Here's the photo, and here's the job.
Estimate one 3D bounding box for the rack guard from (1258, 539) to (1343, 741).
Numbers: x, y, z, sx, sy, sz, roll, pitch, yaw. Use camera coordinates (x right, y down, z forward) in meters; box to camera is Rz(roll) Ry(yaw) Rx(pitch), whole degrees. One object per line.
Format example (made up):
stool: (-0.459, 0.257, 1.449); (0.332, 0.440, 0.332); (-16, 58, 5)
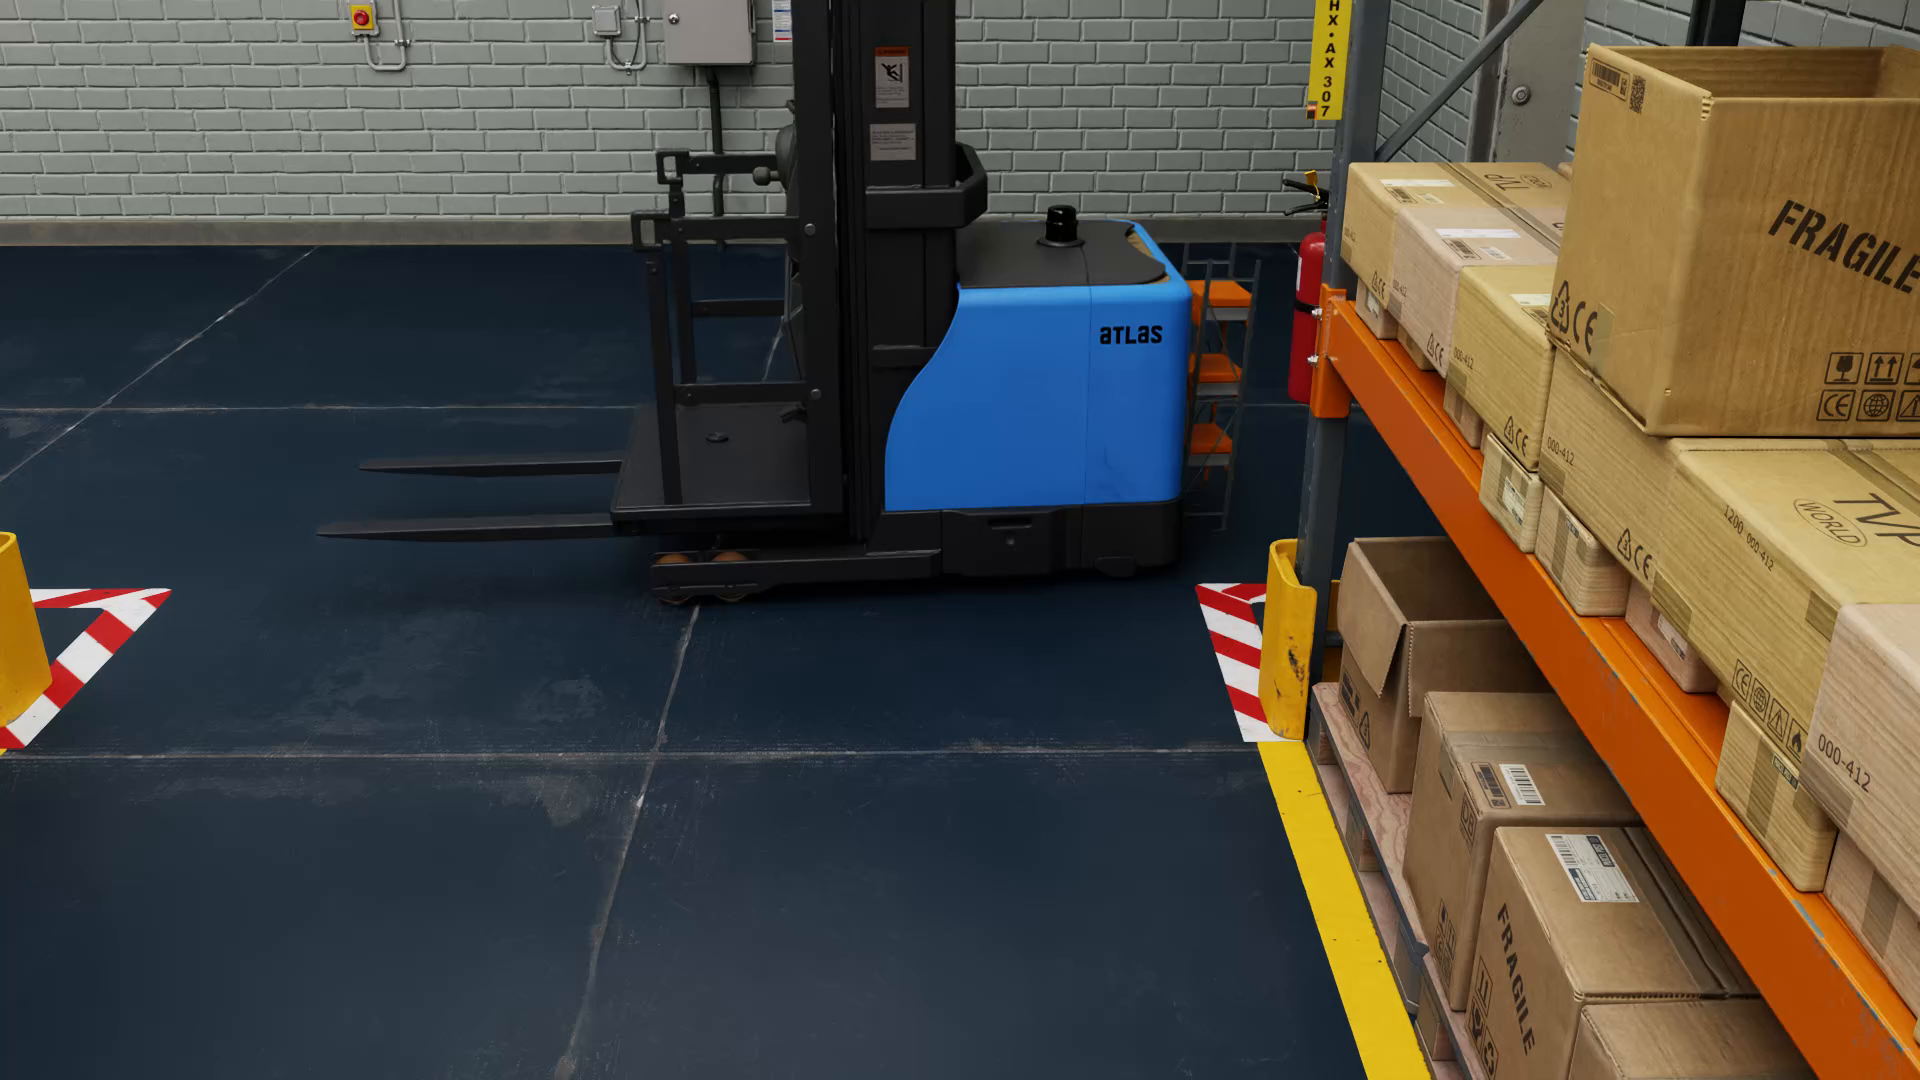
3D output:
rack guard: (1.516, 0.293, 4.995); (1.175, 0.500, 0.348); (0, 24, -1)

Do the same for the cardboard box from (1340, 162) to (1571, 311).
cardboard box: (1.251, -0.756, 4.102); (0.500, 0.250, 0.500); (0, 24, 0)

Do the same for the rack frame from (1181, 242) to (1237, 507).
rack frame: (0.890, -0.611, 6.312); (0.200, 1.050, 0.008); (-2, 24, -13)

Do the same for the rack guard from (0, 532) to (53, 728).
rack guard: (-3.448, 0.276, 5.033); (1.175, 0.500, 0.348); (0, 24, -1)

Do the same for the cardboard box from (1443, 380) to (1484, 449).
cardboard box: (1.273, -0.309, 3.597); (0.380, 0.149, 0.250); (0, 24, 1)

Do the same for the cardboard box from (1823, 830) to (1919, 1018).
cardboard box: (1.276, 0.433, 1.957); (0.380, 0.149, 0.250); (0, 24, 1)

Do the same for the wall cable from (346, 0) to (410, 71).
wall cable: (-3.533, -3.654, 9.417); (0.585, 1.953, 0.123); (0, 24, -1)

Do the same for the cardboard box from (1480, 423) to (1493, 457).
cardboard box: (1.281, -0.199, 3.355); (0.380, 0.149, 0.250); (0, 24, 0)

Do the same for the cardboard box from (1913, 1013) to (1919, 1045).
cardboard box: (1.251, 0.541, 1.718); (0.380, 0.149, 0.250); (0, 24, 1)

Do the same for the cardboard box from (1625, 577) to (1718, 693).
cardboard box: (1.304, 0.120, 2.650); (0.380, 0.149, 0.250); (0, 24, -1)

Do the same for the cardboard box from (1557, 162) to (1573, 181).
cardboard box: (1.786, -0.756, 4.102); (0.500, 0.250, 0.500); (0, 24, 1)

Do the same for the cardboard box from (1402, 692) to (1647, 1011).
cardboard box: (1.398, 0.676, 3.640); (0.700, 0.500, 0.500); (1, 24, 2)

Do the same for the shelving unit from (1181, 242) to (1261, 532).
shelving unit: (0.916, -0.562, 6.204); (0.215, 1.050, 0.252); (-2, 24, -13)

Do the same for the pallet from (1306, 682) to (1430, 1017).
pallet: (1.526, 0.754, 4.328); (1.003, 0.211, 1.213); (0, 24, -1)

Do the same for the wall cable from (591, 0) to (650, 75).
wall cable: (-2.115, -3.650, 9.448); (0.588, 1.984, 0.122); (0, 24, -1)

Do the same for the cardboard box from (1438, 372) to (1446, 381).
cardboard box: (1.331, -0.413, 3.828); (0.380, 0.149, 0.250); (-1, 24, -1)

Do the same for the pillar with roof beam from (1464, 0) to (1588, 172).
pillar with roof beam: (-1.918, -4.706, 5.735); (9.100, 9.000, 0.400); (0, 24, -1)

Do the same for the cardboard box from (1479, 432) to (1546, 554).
cardboard box: (1.209, -0.095, 3.124); (0.380, 0.149, 0.250); (-1, 24, -2)

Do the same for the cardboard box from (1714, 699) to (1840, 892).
cardboard box: (1.245, 0.328, 2.189); (0.380, 0.149, 0.250); (-1, 24, -1)

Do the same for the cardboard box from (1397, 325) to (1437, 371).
cardboard box: (1.294, -0.521, 4.067); (0.380, 0.149, 0.250); (0, 24, 1)

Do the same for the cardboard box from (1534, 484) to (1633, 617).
cardboard box: (1.232, 0.014, 2.884); (0.380, 0.149, 0.250); (0, 24, 1)

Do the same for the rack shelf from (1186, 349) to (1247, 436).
rack shelf: (0.915, -0.552, 6.208); (0.215, 0.259, 0.240); (-2, 24, -13)

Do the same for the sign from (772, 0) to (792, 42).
sign: (-0.939, -3.170, 9.734); (0.329, 0.494, 0.001); (0, 24, -1)

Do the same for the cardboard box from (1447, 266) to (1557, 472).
cardboard box: (1.265, -0.339, 3.181); (0.500, 0.250, 0.500); (-1, 24, -2)

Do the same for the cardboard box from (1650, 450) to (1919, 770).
cardboard box: (1.297, 0.084, 2.246); (0.500, 0.250, 0.500); (0, 24, -1)

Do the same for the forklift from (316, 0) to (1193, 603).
forklift: (-0.753, -1.344, 5.666); (3.031, 2.935, 1.130); (-2, 24, -5)

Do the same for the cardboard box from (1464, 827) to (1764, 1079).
cardboard box: (1.303, 0.894, 3.157); (0.500, 0.500, 0.500); (0, 24, 0)

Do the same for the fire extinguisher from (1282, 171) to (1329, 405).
fire extinguisher: (1.051, -0.730, 4.771); (0.296, 0.674, 0.183); (0, 24, -1)

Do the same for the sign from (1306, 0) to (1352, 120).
sign: (0.973, -1.269, 4.365); (0.100, 0.325, 0.005); (0, 24, -1)

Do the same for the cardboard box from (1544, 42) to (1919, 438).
cardboard box: (1.267, -0.479, 2.581); (0.500, 0.500, 0.500); (0, 24, 1)

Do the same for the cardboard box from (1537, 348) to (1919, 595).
cardboard box: (1.292, -0.129, 2.715); (0.500, 0.250, 0.500); (-1, 24, -2)

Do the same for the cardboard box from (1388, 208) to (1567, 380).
cardboard box: (1.256, -0.548, 3.643); (0.500, 0.250, 0.500); (0, 24, 0)

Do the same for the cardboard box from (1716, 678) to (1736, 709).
cardboard box: (1.354, 0.221, 2.426); (0.380, 0.149, 0.250); (0, 24, 0)

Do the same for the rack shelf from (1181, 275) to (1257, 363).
rack shelf: (0.932, -0.812, 6.094); (0.215, 0.259, 0.240); (-2, 24, -13)

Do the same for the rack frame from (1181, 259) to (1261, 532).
rack frame: (0.942, -0.513, 6.095); (0.200, 1.050, 0.008); (-2, 24, -13)

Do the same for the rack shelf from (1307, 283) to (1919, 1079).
rack shelf: (1.537, 0.275, 2.875); (1.077, 0.370, 4.000); (0, 24, -1)

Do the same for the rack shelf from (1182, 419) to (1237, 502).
rack shelf: (0.899, -0.298, 6.319); (0.215, 0.259, 0.240); (-2, 24, -13)

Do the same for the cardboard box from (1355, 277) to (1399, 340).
cardboard box: (1.244, -0.626, 4.298); (0.380, 0.149, 0.250); (0, 24, -1)

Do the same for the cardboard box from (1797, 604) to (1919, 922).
cardboard box: (1.289, 0.289, 1.792); (0.500, 0.250, 0.500); (0, 24, 0)

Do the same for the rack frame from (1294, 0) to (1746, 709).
rack frame: (1.515, -0.877, 4.549); (1.000, 3.000, 0.127); (0, 24, -1)

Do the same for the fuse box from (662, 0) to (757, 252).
fuse box: (-1.431, -2.539, 9.787); (0.539, 1.711, 0.414); (0, 24, -1)

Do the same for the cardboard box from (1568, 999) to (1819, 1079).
cardboard box: (1.409, 1.103, 2.694); (0.700, 0.500, 0.500); (-1, 24, -3)

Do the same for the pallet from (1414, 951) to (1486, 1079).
pallet: (1.536, 1.255, 3.219); (1.003, 0.211, 1.213); (0, 24, -1)

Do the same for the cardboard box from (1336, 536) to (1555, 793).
cardboard box: (1.427, 0.322, 4.418); (0.797, 0.503, 0.637); (-1, 24, -3)
